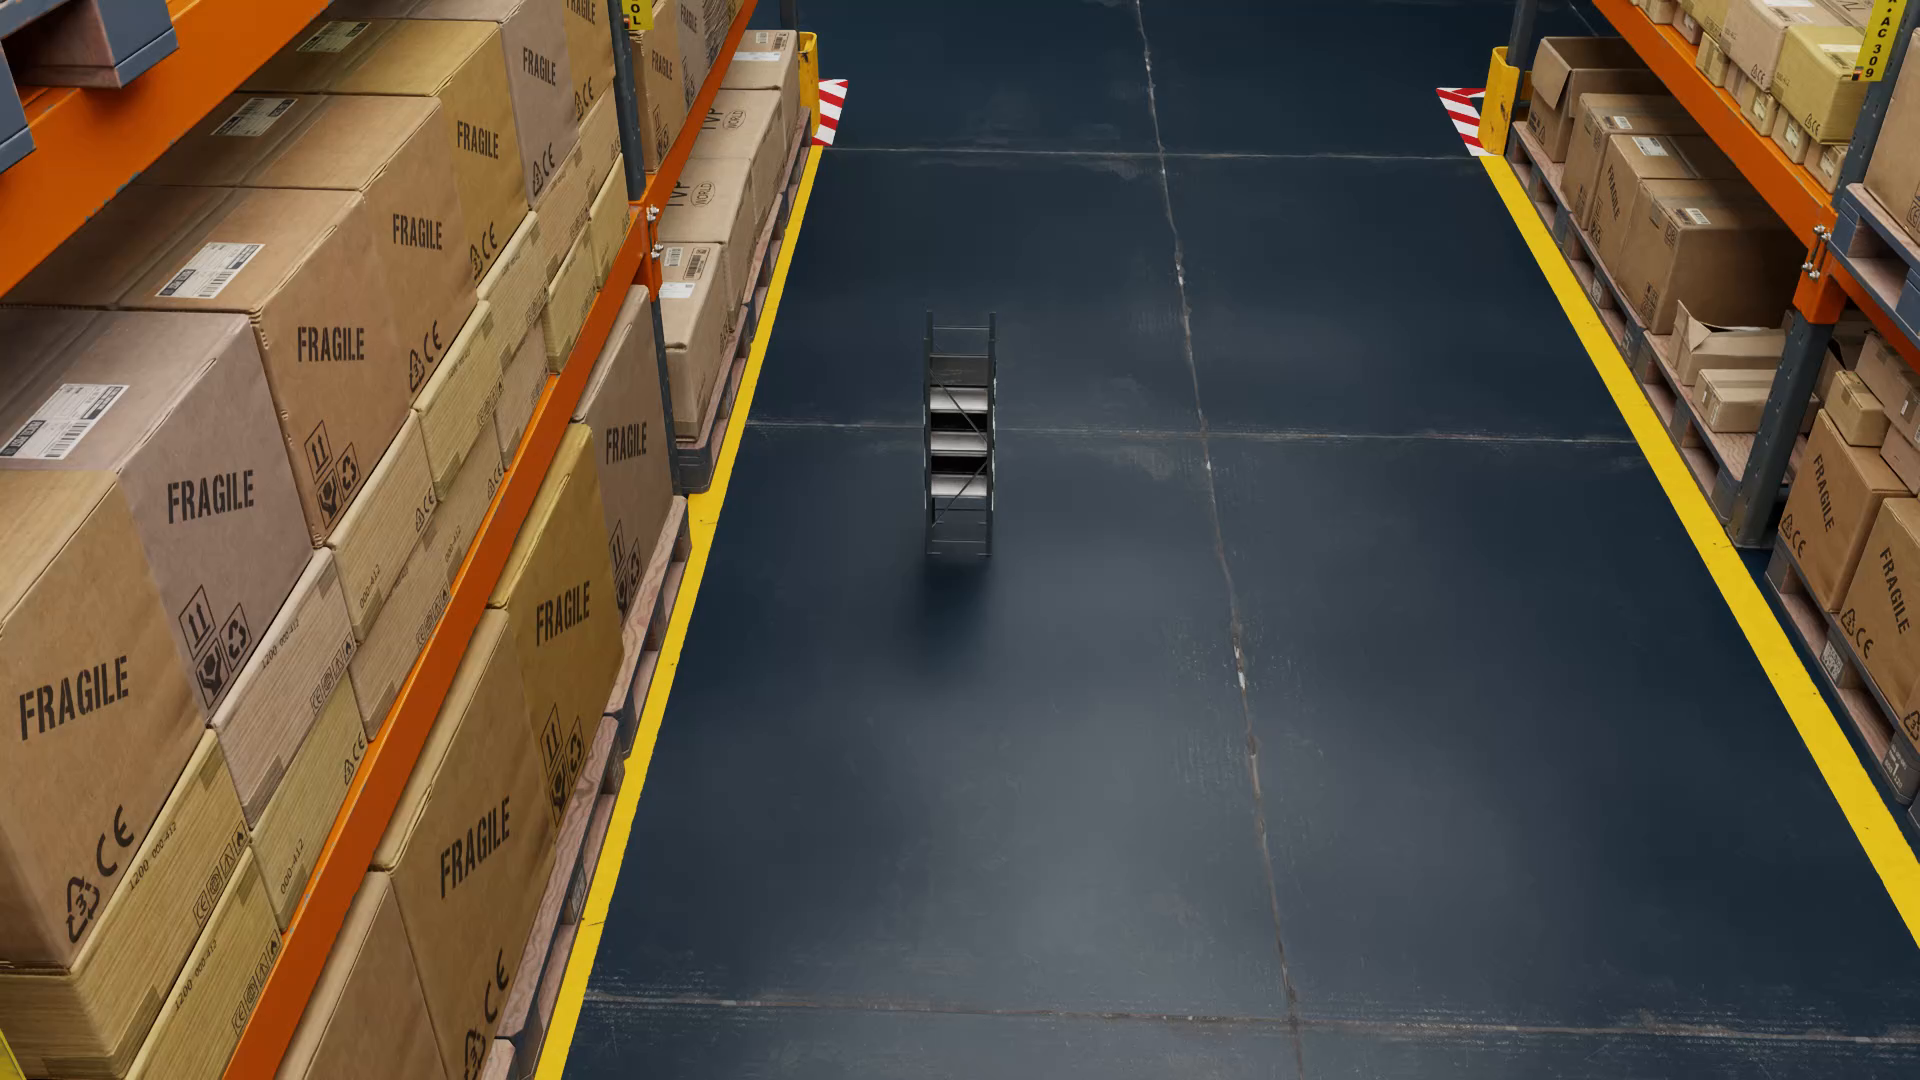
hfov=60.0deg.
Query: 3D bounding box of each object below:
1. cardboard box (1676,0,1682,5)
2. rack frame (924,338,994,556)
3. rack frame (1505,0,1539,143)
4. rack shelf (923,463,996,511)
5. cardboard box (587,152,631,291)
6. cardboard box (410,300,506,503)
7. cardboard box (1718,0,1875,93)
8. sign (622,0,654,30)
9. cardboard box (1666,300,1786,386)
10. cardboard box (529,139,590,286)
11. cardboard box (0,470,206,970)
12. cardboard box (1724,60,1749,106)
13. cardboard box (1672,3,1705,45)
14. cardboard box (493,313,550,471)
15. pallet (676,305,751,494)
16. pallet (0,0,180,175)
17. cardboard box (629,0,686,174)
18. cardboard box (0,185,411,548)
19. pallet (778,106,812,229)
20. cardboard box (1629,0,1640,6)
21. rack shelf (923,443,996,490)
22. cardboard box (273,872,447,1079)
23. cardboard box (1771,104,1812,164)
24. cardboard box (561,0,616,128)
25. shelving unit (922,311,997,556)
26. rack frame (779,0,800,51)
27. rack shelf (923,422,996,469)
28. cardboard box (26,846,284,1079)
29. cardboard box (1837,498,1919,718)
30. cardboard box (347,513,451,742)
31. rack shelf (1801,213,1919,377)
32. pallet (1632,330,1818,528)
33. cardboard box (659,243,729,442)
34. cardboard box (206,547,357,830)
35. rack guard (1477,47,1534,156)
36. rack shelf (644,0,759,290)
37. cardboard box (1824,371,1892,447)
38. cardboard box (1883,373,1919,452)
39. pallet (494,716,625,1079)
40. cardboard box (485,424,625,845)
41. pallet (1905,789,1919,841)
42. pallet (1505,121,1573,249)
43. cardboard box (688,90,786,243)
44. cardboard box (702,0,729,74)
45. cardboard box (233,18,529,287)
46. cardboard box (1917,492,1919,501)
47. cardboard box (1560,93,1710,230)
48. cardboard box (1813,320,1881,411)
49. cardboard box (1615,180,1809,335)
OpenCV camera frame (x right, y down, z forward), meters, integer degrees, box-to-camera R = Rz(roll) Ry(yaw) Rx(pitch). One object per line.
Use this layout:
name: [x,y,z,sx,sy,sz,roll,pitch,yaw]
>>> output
cardboard box: [3.229,-2.443,6.989,0.500,0.250,0.500,0,35,1]
rack frame: [-0.004,-0.314,5.915,0.240,0.900,0.006,1,35,2]
rack frame: [3.552,-3.512,8.639,1.000,3.000,0.127,1,35,2]
rack shelf: [0.000,-0.198,6.121,0.258,0.077,0.200,1,35,2]
cardboard box: [-1.334,-1.002,5.197,0.500,0.250,0.500,1,35,1]
cardboard box: [-1.374,-0.331,3.808,0.500,0.250,0.500,2,35,3]
cardboard box: [3.174,-1.861,6.161,0.500,0.250,0.500,1,35,2]
sign: [-1.025,-1.761,5.209,0.100,0.325,0.005,1,35,2]
cardboard box: [3.135,-0.799,6.791,0.396,0.266,0.258,3,35,4]
cardboard box: [-1.355,-0.924,4.651,0.500,0.250,0.500,2,35,3]
cardboard box: [-1.465,0.244,2.338,0.500,0.500,0.500,0,35,0]
cardboard box: [3.165,-1.751,6.351,0.380,0.149,0.250,2,35,3]
cardboard box: [3.232,-2.187,6.971,0.380,0.149,0.250,1,35,2]
cardboard box: [-1.395,-0.420,4.369,0.500,0.250,0.500,0,35,1]
pallet: [-1.459,-0.621,6.950,1.003,0.211,1.213,1,35,2]
pallet: [-1.756,-0.550,1.979,1.213,0.211,1.003,3,35,4]
cardboard box: [-1.288,-1.631,5.875,0.500,0.500,0.500,2,35,3]
cardboard box: [-1.418,-0.338,3.166,0.500,0.500,0.500,2,35,3]
pallet: [-1.361,-2.023,8.945,1.003,0.211,1.213,1,35,2]
cardboard box: [3.164,-2.488,7.400,0.380,0.149,0.250,0,35,1]
rack shelf: [0.000,-0.272,6.069,0.258,0.077,0.200,1,35,2]
cardboard box: [-1.618,1.274,3.311,0.875,0.875,0.875,1,35,1]
cardboard box: [3.141,-1.451,5.924,0.380,0.149,0.250,2,35,3]
cardboard box: [-1.335,-1.514,4.839,0.500,0.500,0.500,2,35,3]
shelving unit: [0.000,-0.373,5.998,0.258,0.900,0.210,1,35,2]
rack frame: [-1.407,-3.625,8.799,1.000,3.000,0.127,1,35,2]
rack shelf: [0.000,-0.346,6.017,0.258,0.077,0.200,1,35,2]
cardboard box: [-1.458,0.757,2.694,0.500,0.250,0.500,1,35,1]
cardboard box: [3.136,0.216,5.143,0.500,0.500,0.500,1,35,1]
cardboard box: [-1.428,0.161,3.543,0.500,0.250,0.500,2,35,3]
rack shelf: [3.311,0.229,3.941,1.077,0.370,4.000,1,35,2]
pallet: [3.420,-0.468,6.732,1.003,0.211,1.213,1,35,2]
cardboard box: [-1.436,-0.808,6.655,0.875,0.438,0.875,1,35,1]
cardboard box: [-1.440,0.246,2.987,0.500,0.250,0.500,2,35,3]
rack guard: [3.549,-2.446,9.296,1.175,0.500,0.348,1,35,2]
rack shelf: [-1.488,-2.181,7.371,1.077,0.370,4.000,1,35,2]
cardboard box: [3.112,-0.429,5.496,0.380,0.149,0.250,3,35,4]
cardboard box: [3.149,-0.400,5.196,0.380,0.149,0.250,0,35,0]
pallet: [-1.570,0.962,4.698,1.003,0.211,1.213,1,35,2]
cardboard box: [-1.542,0.248,4.771,0.875,0.875,0.875,2,35,3]
pallet: [3.351,1.098,4.505,1.003,0.211,1.213,1,35,2]
pallet: [3.518,-1.870,8.727,1.003,0.211,1.213,1,35,2]
cardboard box: [-1.362,-1.841,8.124,0.875,0.438,0.875,2,35,3]
cardboard box: [-1.237,-2.206,6.693,0.500,0.500,0.500,2,35,2]
cardboard box: [-1.388,-0.926,4.002,0.500,0.500,0.500,2,35,3]
cardboard box: [3.179,-0.120,5.057,0.380,0.149,0.250,0,35,-1]
cardboard box: [3.360,-1.822,8.043,0.700,0.500,0.500,3,35,4]
cardboard box: [3.654,-0.660,6.554,0.500,0.311,0.500,3,35,4]
cardboard box: [3.318,-1.226,7.194,0.700,0.500,0.500,0,35,0]
